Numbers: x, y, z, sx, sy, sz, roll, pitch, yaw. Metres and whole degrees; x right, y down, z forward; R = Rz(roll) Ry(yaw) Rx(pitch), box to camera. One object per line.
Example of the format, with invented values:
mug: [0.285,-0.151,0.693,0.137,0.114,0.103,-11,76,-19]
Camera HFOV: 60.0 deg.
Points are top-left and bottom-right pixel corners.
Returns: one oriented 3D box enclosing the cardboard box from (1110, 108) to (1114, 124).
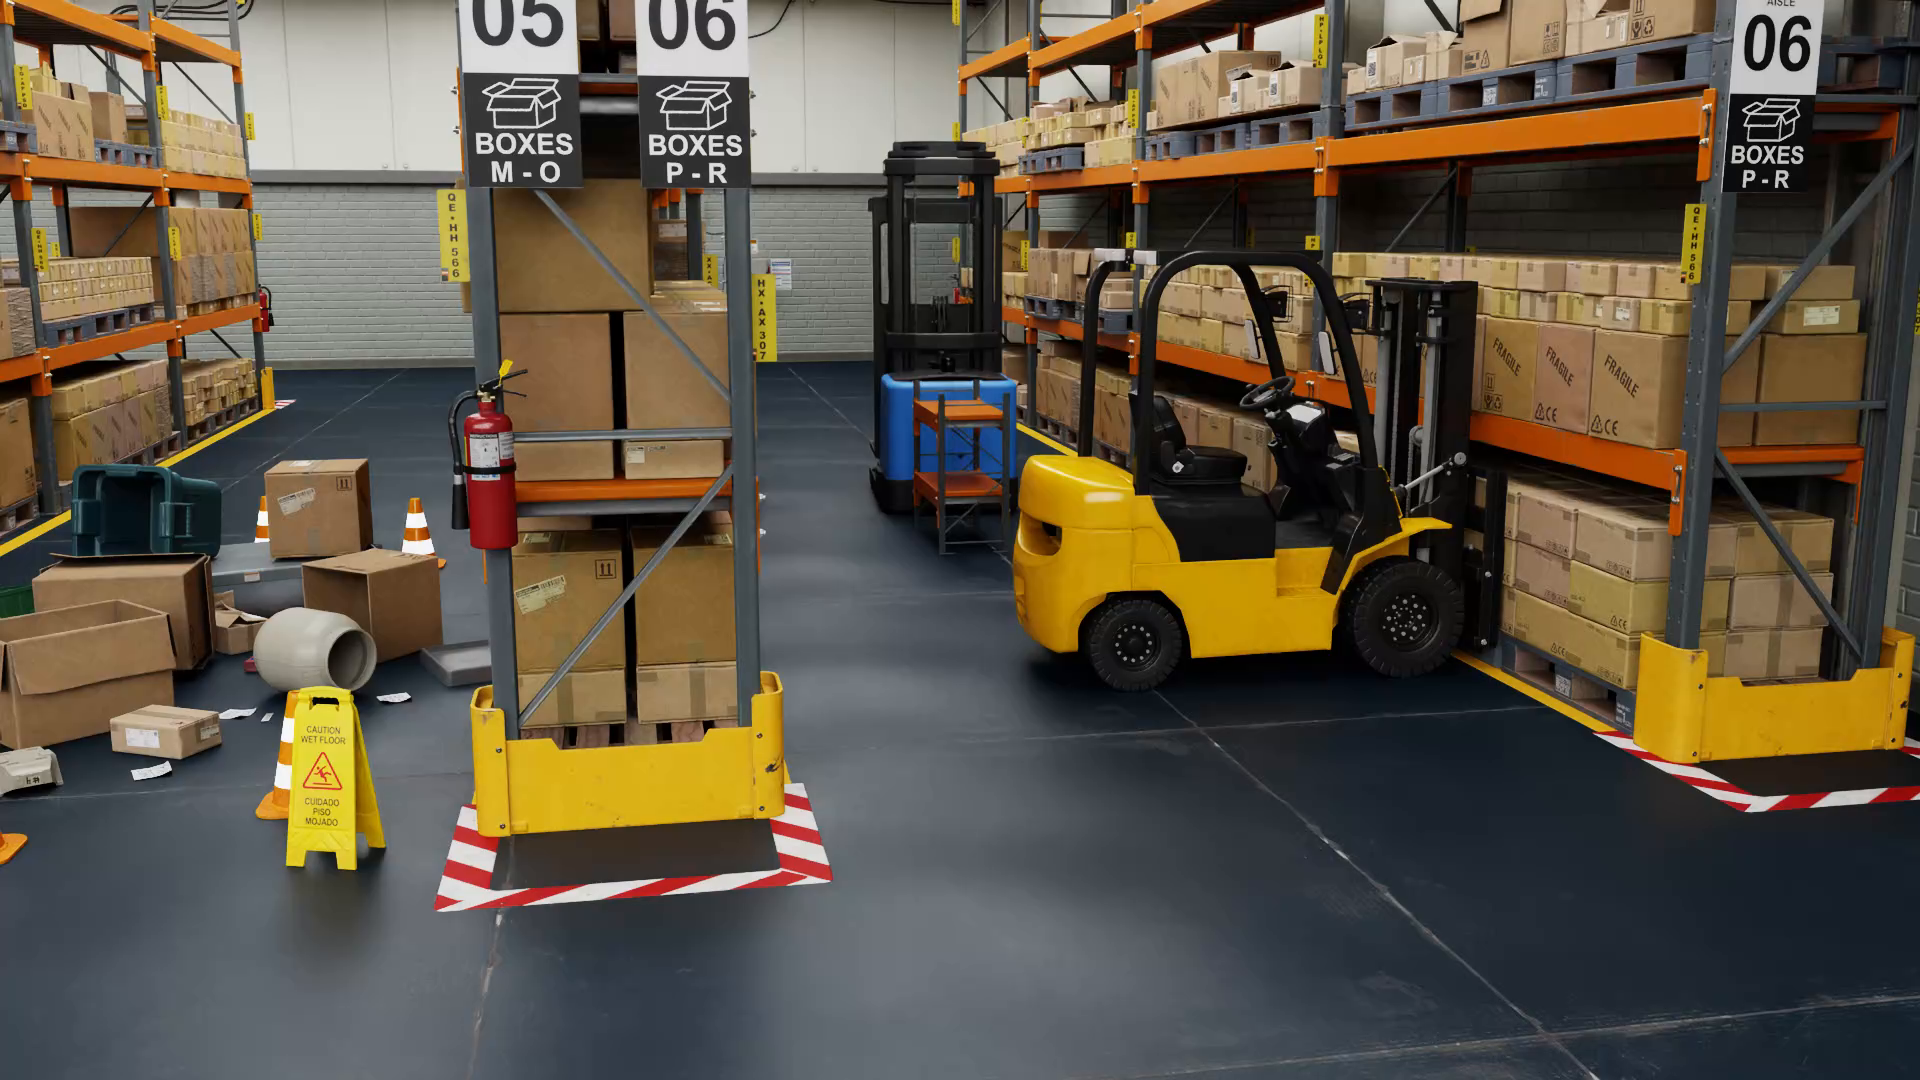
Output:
cardboard box: [1.627,-3.976,15.583,0.380,0.149,0.250,-2,11,-12]

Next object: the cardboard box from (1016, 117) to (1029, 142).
cardboard box: [0.928,-4.644,18.820,0.500,0.250,0.500,-2,11,-11]

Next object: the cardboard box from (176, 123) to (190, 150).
cardboard box: [-8.392,-4.223,17.403,0.500,0.250,0.500,-2,11,-11]

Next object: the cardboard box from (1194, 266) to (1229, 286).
cardboard box: [2.075,-2.097,13.191,0.380,0.149,0.250,-2,11,-10]

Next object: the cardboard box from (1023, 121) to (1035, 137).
cardboard box: [0.891,-4.450,18.016,0.380,0.149,0.250,-2,11,-9]

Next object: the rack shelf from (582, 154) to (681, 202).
rack shelf: [-2.439,-2.607,11.774,1.077,0.370,4.000,-2,11,-11]

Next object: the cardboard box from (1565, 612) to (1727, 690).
cardboard box: [3.195,0.502,7.768,0.500,0.250,0.500,-2,11,-11]

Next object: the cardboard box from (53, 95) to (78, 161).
cardboard box: [-7.618,-3.384,13.663,0.500,0.500,0.500,-2,11,-11]

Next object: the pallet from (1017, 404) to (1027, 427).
pallet: [1.130,-1.525,19.643,1.003,0.211,1.213,-2,11,-11]

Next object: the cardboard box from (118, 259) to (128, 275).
cardboard box: [-8.019,-2.553,15.544,0.380,0.149,0.250,-2,11,-11]

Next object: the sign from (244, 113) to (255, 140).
sign: [-8.671,-5.048,20.303,0.100,0.325,0.005,-2,11,-11]

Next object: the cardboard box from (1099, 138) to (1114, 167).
cardboard box: [1.604,-3.612,15.532,0.500,0.250,0.500,-2,11,-11]

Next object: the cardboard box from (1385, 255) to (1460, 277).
cardboard box: [2.737,-1.604,9.804,0.380,0.149,0.250,-2,11,-10]

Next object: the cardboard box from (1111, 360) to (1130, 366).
cardboard box: [1.806,-1.818,17.552,0.380,0.149,0.250,-2,11,-9]

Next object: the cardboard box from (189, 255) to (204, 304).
cardboard box: [-8.394,-2.775,17.689,0.500,0.500,0.500,-2,11,-11]

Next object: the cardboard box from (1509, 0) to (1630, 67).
cardboard box: [3.170,-2.610,8.205,0.700,0.500,0.500,-2,11,-11]

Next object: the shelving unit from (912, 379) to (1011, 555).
shelving unit: [-0.001,-0.554,12.098,0.538,1.125,1.048,-2,11,-11]

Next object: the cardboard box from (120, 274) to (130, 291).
cardboard box: [-8.015,-2.408,15.580,0.380,0.149,0.250,-2,11,-13]

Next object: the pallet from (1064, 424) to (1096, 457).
pallet: [1.699,-1.027,17.027,1.003,0.211,1.213,-2,11,-11]

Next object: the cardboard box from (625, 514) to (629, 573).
cardboard box: [-1.985,-0.033,8.574,0.500,0.500,0.500,-2,11,-8]

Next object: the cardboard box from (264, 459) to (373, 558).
cardboard box: [-3.790,-0.194,9.854,0.500,0.500,0.500,-2,11,-11]

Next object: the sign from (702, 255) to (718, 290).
sign: [-1.519,-1.567,10.090,0.100,0.325,0.005,-2,11,-11]

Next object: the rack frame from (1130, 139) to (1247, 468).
rack frame: [2.041,-2.035,14.866,1.000,3.000,0.127,-2,11,-11]

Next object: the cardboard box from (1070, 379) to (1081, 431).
cardboard box: [1.437,-1.366,16.912,0.500,0.500,0.500,-3,11,-13]

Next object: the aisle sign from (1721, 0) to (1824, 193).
aisle sign: [3.321,-1.822,6.795,0.394,0.787,0.004,-2,11,-11]

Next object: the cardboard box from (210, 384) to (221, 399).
cardboard box: [-8.485,-1.655,18.576,0.380,0.149,0.250,-2,11,-11]

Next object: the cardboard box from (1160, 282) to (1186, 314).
cardboard box: [1.984,-2.025,13.877,0.500,0.250,0.500,-2,11,-9]

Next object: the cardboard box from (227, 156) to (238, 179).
cardboard box: [-8.765,-4.355,19.436,0.500,0.250,0.500,-2,11,-11]

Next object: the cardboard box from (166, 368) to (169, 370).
cardboard box: [-9.175,-1.872,18.917,0.380,0.149,0.250,-2,11,-10]

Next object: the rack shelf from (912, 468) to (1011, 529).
rack shelf: [-0.001,-0.314,12.144,0.538,0.278,1.000,-2,11,-11]

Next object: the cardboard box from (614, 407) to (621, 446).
cardboard box: [-1.733,-0.512,7.538,0.380,0.149,0.250,-2,11,-10]

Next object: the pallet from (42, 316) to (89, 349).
pallet: [-7.906,-1.688,13.555,1.213,0.211,1.003,-2,11,-11]

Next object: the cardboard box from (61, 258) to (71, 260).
cardboard box: [-8.756,-2.624,15.919,0.380,0.149,0.250,-2,11,-9]

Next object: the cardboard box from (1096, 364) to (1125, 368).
cardboard box: [1.468,-1.705,16.957,0.380,0.149,0.250,-2,11,-11]

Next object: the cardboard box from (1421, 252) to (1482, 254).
cardboard box: [3.177,-1.768,10.664,0.380,0.149,0.250,-2,11,-11]

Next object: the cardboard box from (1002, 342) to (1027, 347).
cardboard box: [0.511,-2.367,22.162,0.797,0.503,0.637,-3,11,-13]

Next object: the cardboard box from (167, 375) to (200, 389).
cardboard box: [-8.471,-1.702,18.027,0.380,0.149,0.250,-2,11,-12]

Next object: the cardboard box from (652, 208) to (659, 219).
cardboard box: [-3.412,-3.514,17.959,0.380,0.149,0.250,-2,11,-12]

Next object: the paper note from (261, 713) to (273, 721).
paper note: [-3.250,0.831,7.802,0.032,0.001,0.123,-2,11,-11]

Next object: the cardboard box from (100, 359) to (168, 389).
cardboard box: [-8.048,-1.608,16.180,0.500,0.250,0.500,-2,11,-13]

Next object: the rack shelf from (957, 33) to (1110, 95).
rack shelf: [0.874,-5.728,20.155,1.077,0.370,4.000,-2,11,-11]

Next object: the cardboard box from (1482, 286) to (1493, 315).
cardboard box: [3.021,-1.272,8.857,0.380,0.149,0.250,-2,11,-11]

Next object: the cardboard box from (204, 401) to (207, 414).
cardboard box: [-8.533,-1.459,18.339,0.380,0.149,0.250,-3,11,-13]

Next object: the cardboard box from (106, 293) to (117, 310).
cardboard box: [-7.913,-2.167,15.110,0.380,0.149,0.250,-2,11,-9]

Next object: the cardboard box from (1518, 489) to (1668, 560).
cardboard box: [3.096,-0.081,8.157,0.500,0.250,0.500,-2,11,-10]

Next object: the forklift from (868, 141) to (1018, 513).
forklift: [-0.214,-1.888,14.276,1.130,2.935,3.031,-1,11,-6]

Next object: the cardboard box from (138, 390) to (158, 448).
cardboard box: [-7.951,-1.147,15.761,0.500,0.500,0.500,-2,11,-12]

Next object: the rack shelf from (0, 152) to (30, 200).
rack shelf: [-7.274,-2.409,10.731,1.077,0.370,4.000,-2,11,-11]

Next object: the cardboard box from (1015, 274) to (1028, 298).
cardboard box: [0.924,-2.926,19.151,0.500,0.250,0.500,-2,11,-10]

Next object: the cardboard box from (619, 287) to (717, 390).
cardboard box: [-1.507,-1.054,8.648,0.500,0.500,0.500,-2,11,-9]

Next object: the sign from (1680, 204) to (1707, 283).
sign: [3.062,-1.236,6.937,0.100,0.325,0.005,-2,11,-11]

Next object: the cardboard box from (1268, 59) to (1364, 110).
cardboard box: [2.439,-3.111,11.342,0.500,0.311,0.500,-2,11,-13]

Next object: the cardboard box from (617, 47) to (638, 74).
cardboard box: [-1.156,-1.854,6.566,0.380,0.149,0.250,-2,11,-13]

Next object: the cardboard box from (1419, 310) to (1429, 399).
cardboard box: [2.866,-1.072,9.539,0.500,0.500,0.500,-2,11,-12]

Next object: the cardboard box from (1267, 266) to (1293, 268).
cardboard box: [2.620,-2.070,13.046,0.380,0.149,0.250,-2,11,-9]

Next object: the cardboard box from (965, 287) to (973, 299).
cardboard box: [0.280,-3.309,22.229,0.380,0.149,0.250,-2,11,-11]

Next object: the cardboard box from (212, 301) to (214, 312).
cardboard box: [-8.577,-2.617,18.594,0.380,0.149,0.250,-2,11,-9]
